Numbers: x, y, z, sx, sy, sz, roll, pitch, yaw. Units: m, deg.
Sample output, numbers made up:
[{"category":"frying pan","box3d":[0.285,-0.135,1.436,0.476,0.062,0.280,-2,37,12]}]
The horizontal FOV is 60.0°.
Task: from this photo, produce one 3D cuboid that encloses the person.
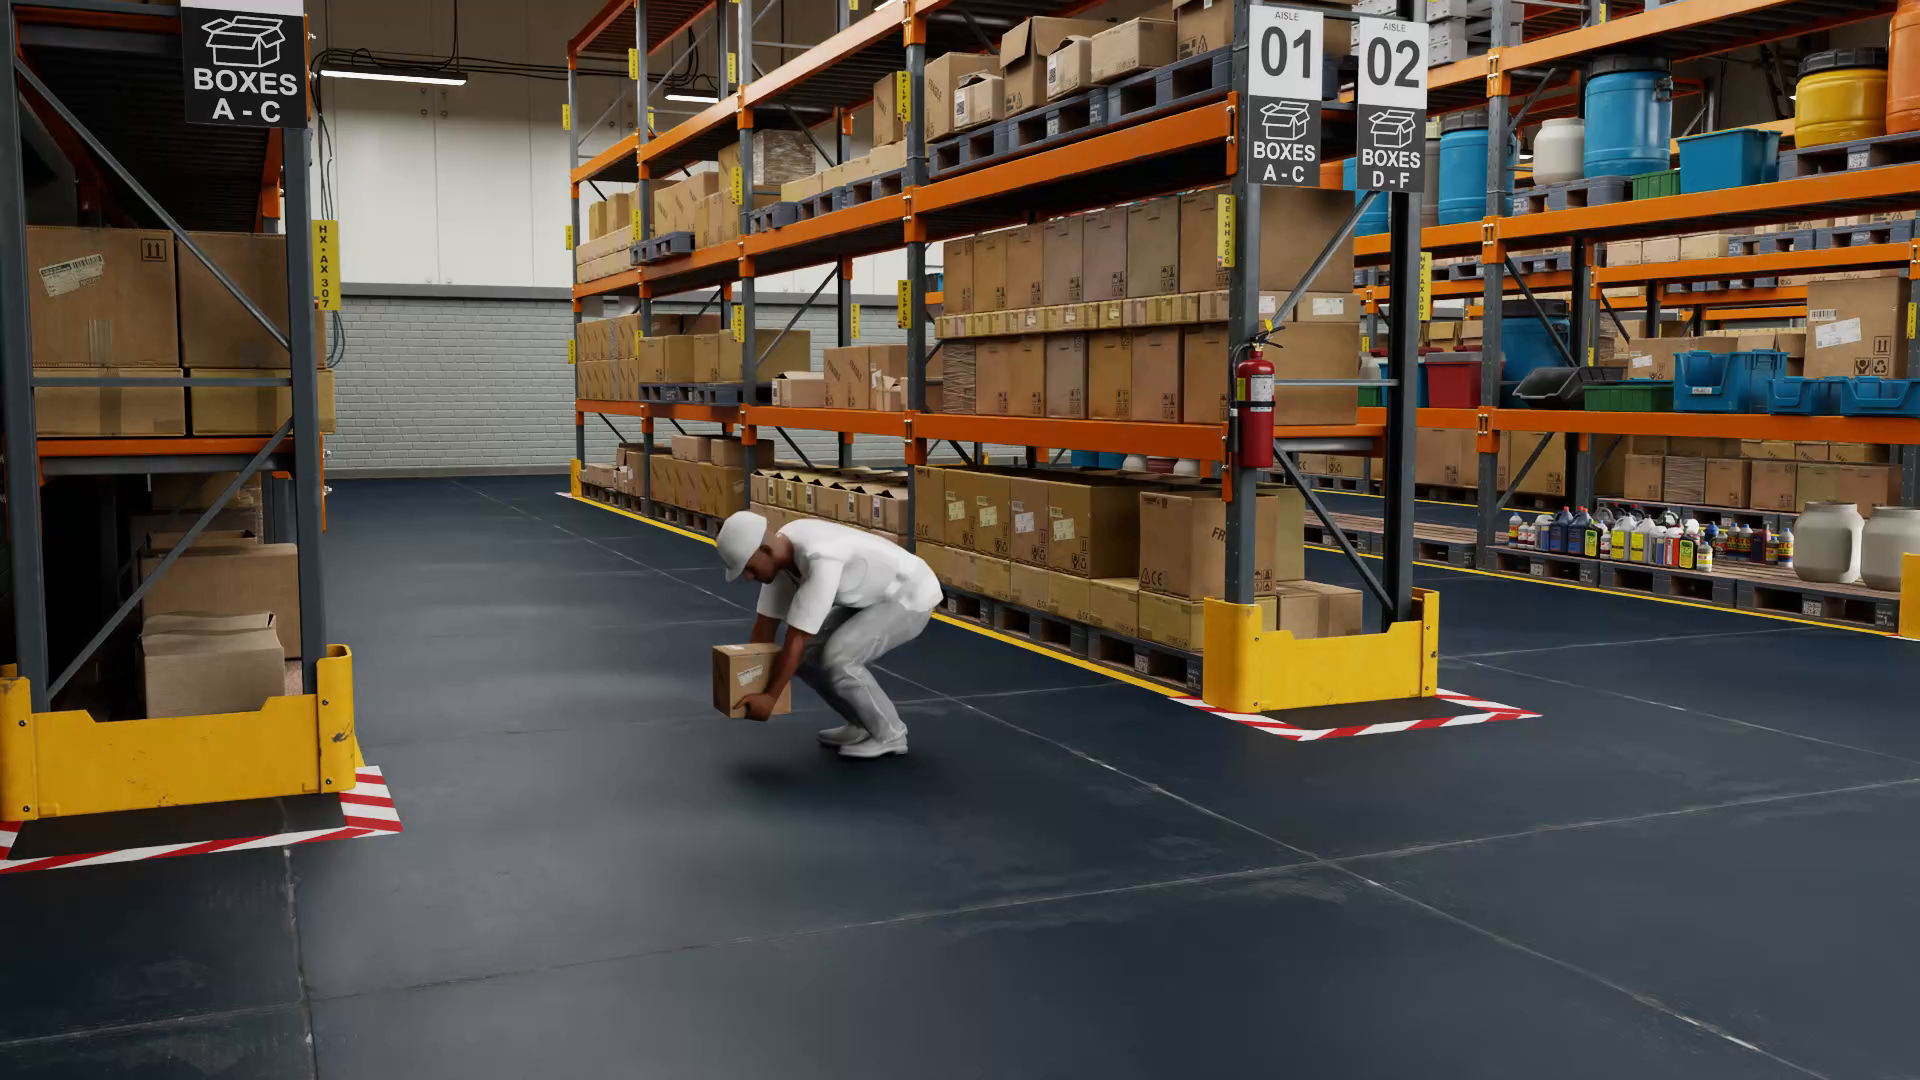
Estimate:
[{"category":"person","box3d":[-0.528,0.373,6.736,0.940,1.009,0.527,-3,6,-26]}]
